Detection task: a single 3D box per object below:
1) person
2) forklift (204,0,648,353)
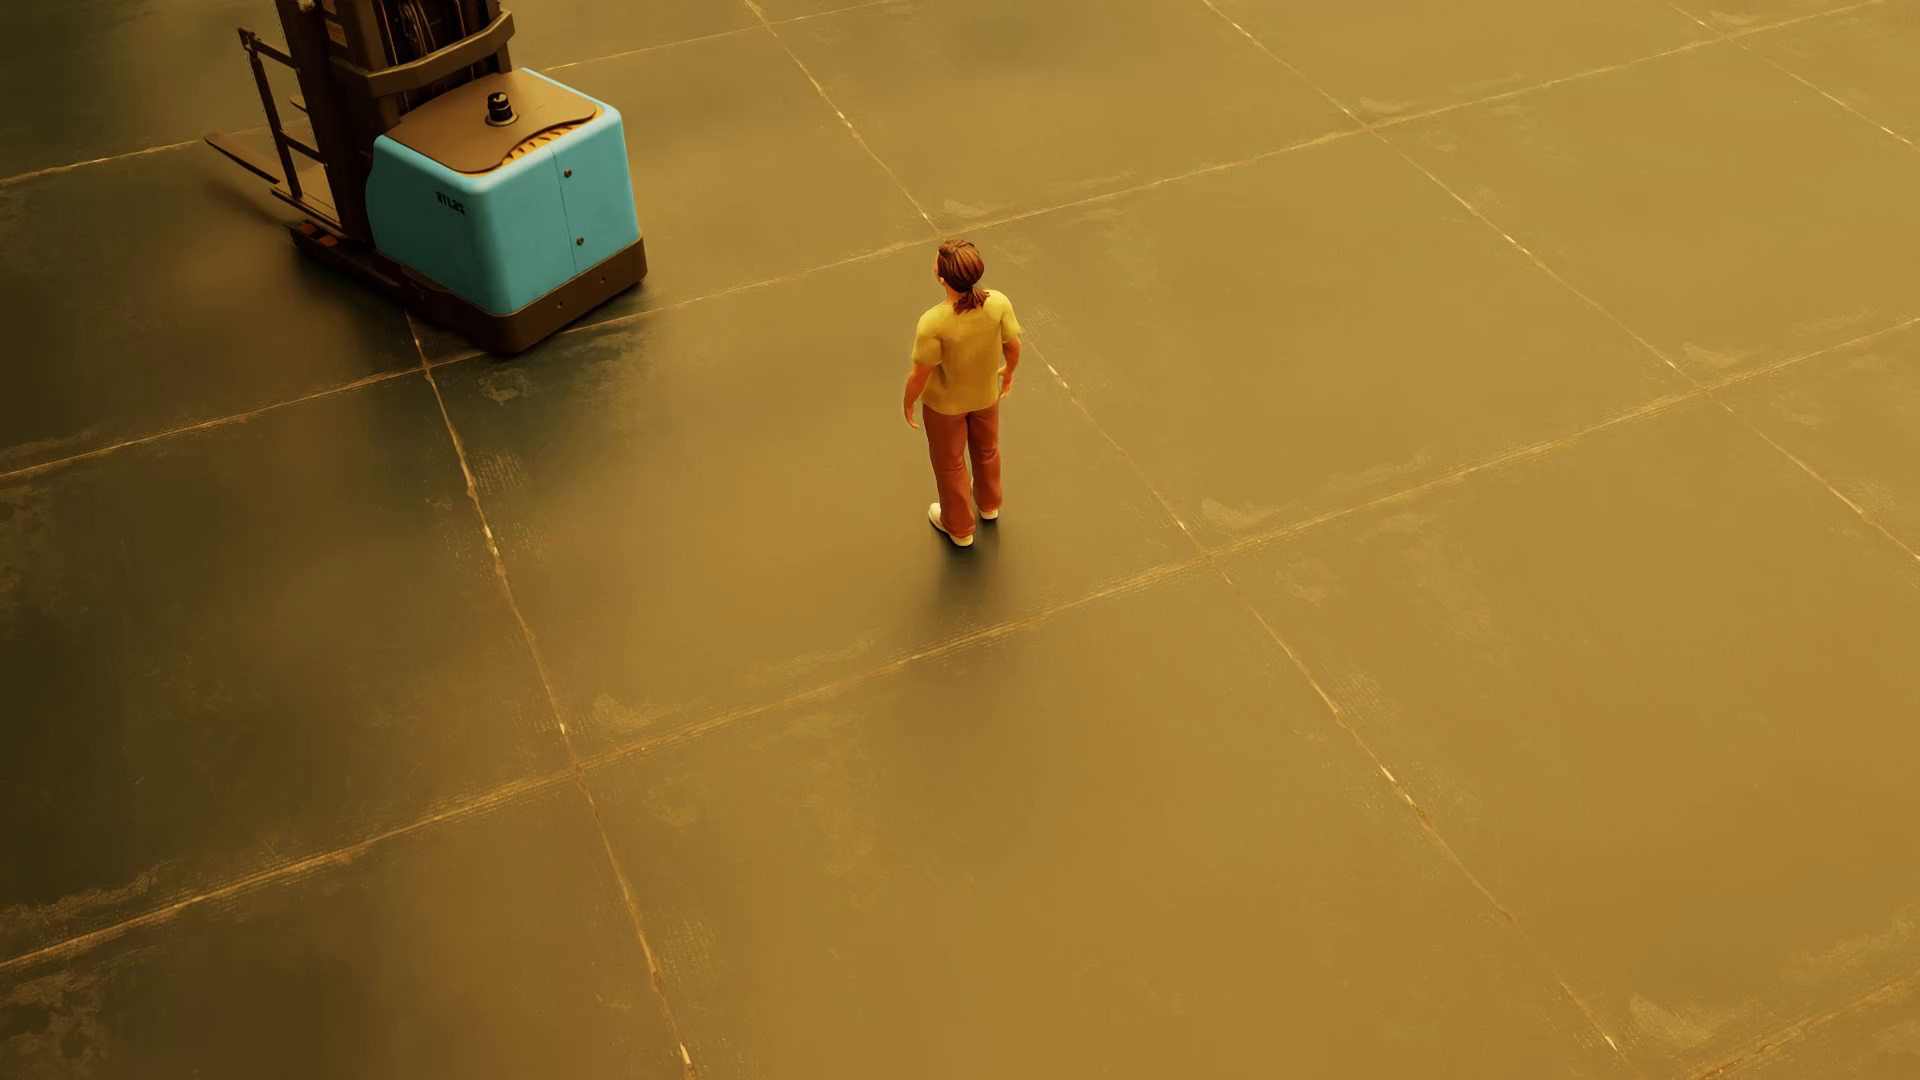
[{"bbox_3d":[-0.021,-0.666,7.304,0.555,1.675,0.549,-18,46,-18],"label":"person"},{"bbox_3d":[-3.220,-2.899,8.786,3.031,2.935,1.130,29,50,27],"label":"forklift"}]
